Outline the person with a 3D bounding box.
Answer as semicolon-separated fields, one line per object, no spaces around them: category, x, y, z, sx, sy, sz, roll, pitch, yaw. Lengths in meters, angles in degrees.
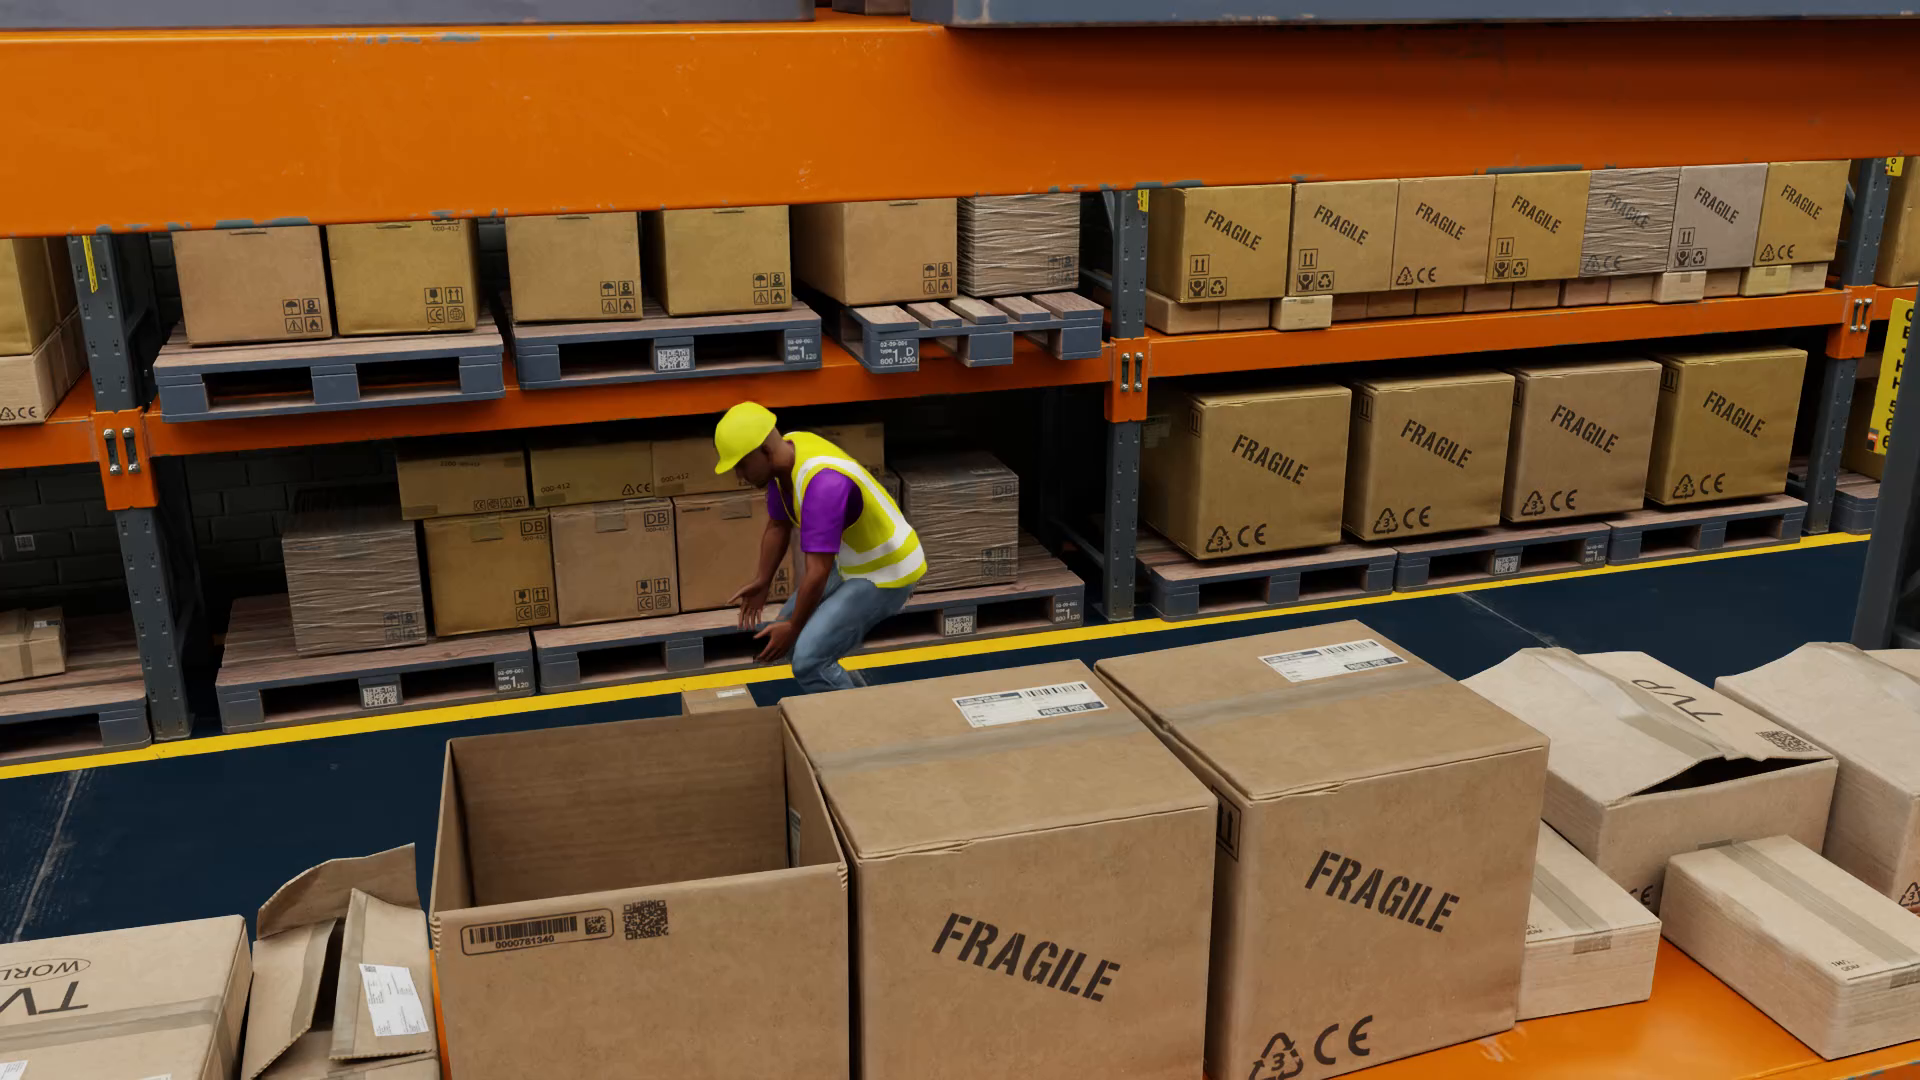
person;-0.582;0.402;6.213;0.895;0.894;0.540;-6;20;-17
